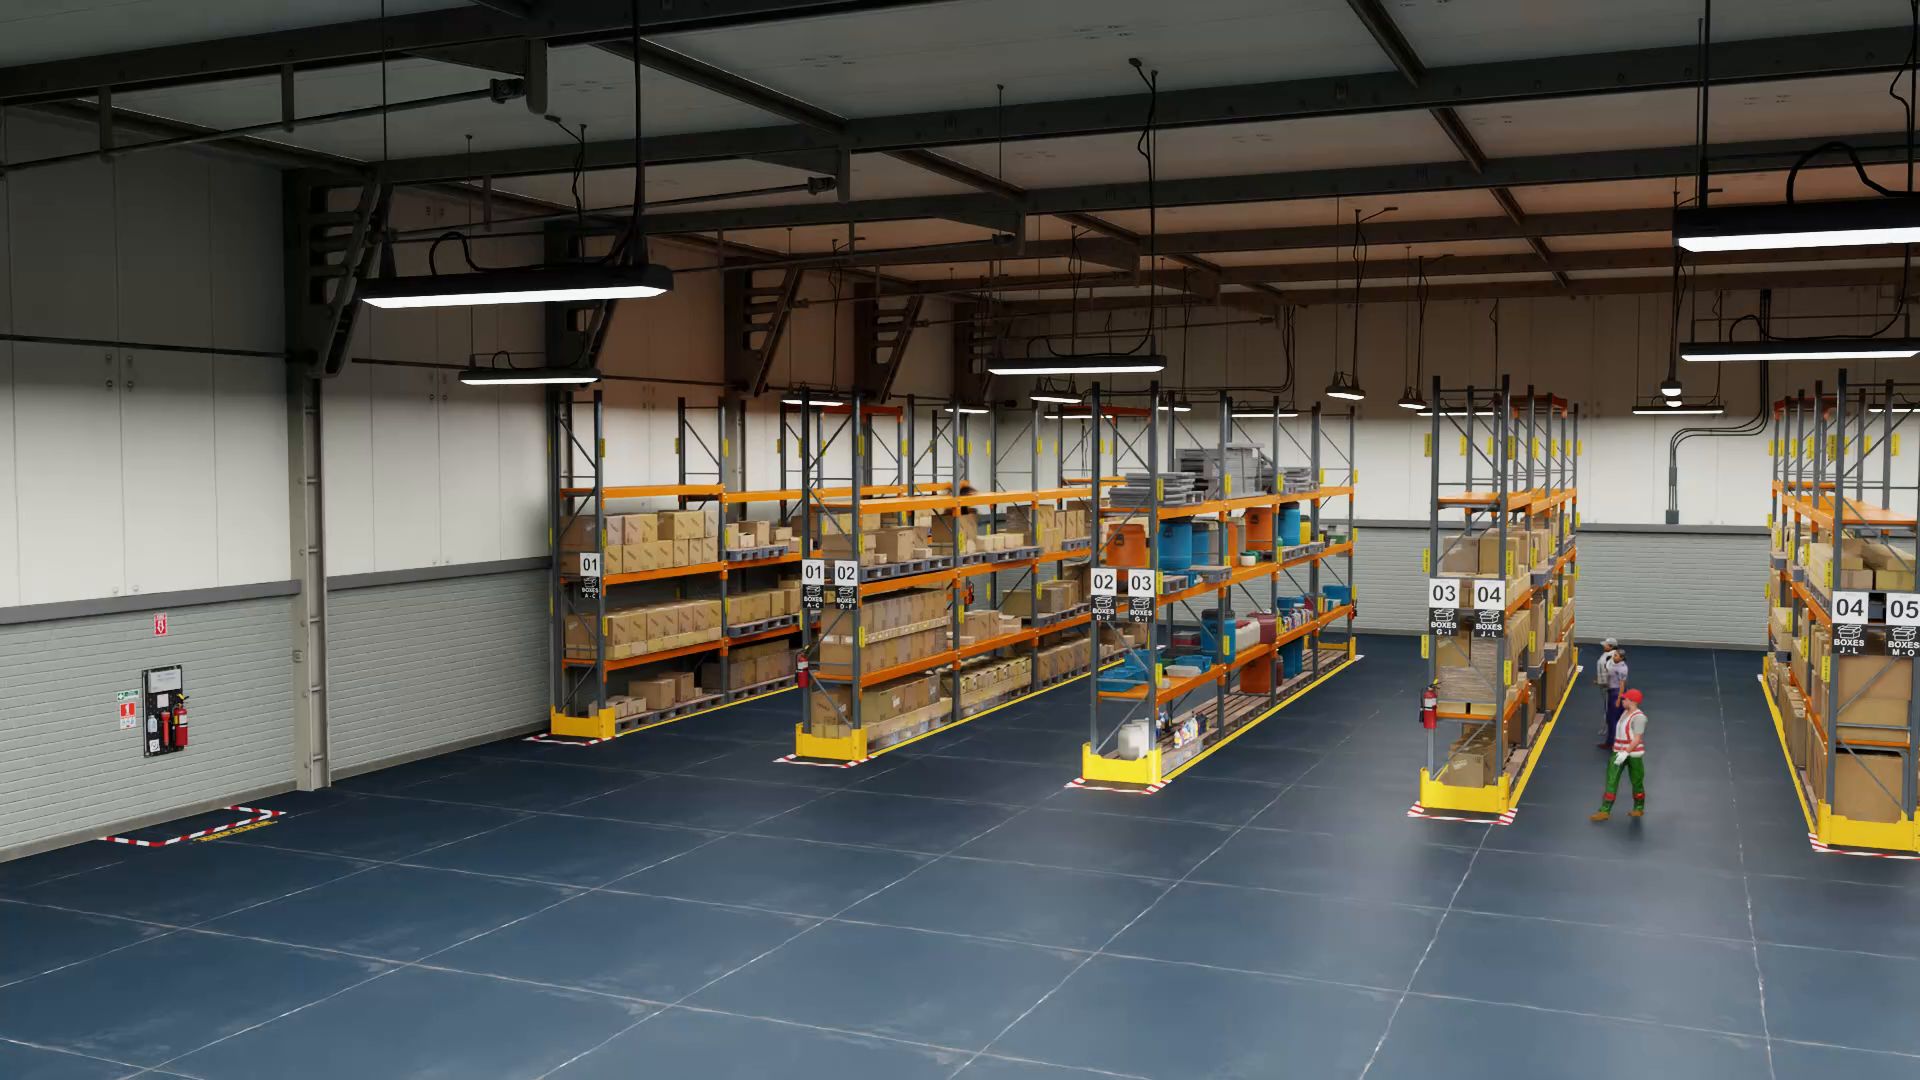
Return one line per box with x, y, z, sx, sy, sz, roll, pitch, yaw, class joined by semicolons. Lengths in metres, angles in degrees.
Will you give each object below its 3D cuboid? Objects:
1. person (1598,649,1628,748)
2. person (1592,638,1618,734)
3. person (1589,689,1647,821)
10.952;2.645;27.835;0.434;1.648;0.530;2;4;30;person
11.398;2.548;29.264;0.748;1.649;0.547;-2;4;-32;person
8.882;2.868;22.220;0.937;1.745;0.528;-3;4;-43;person
